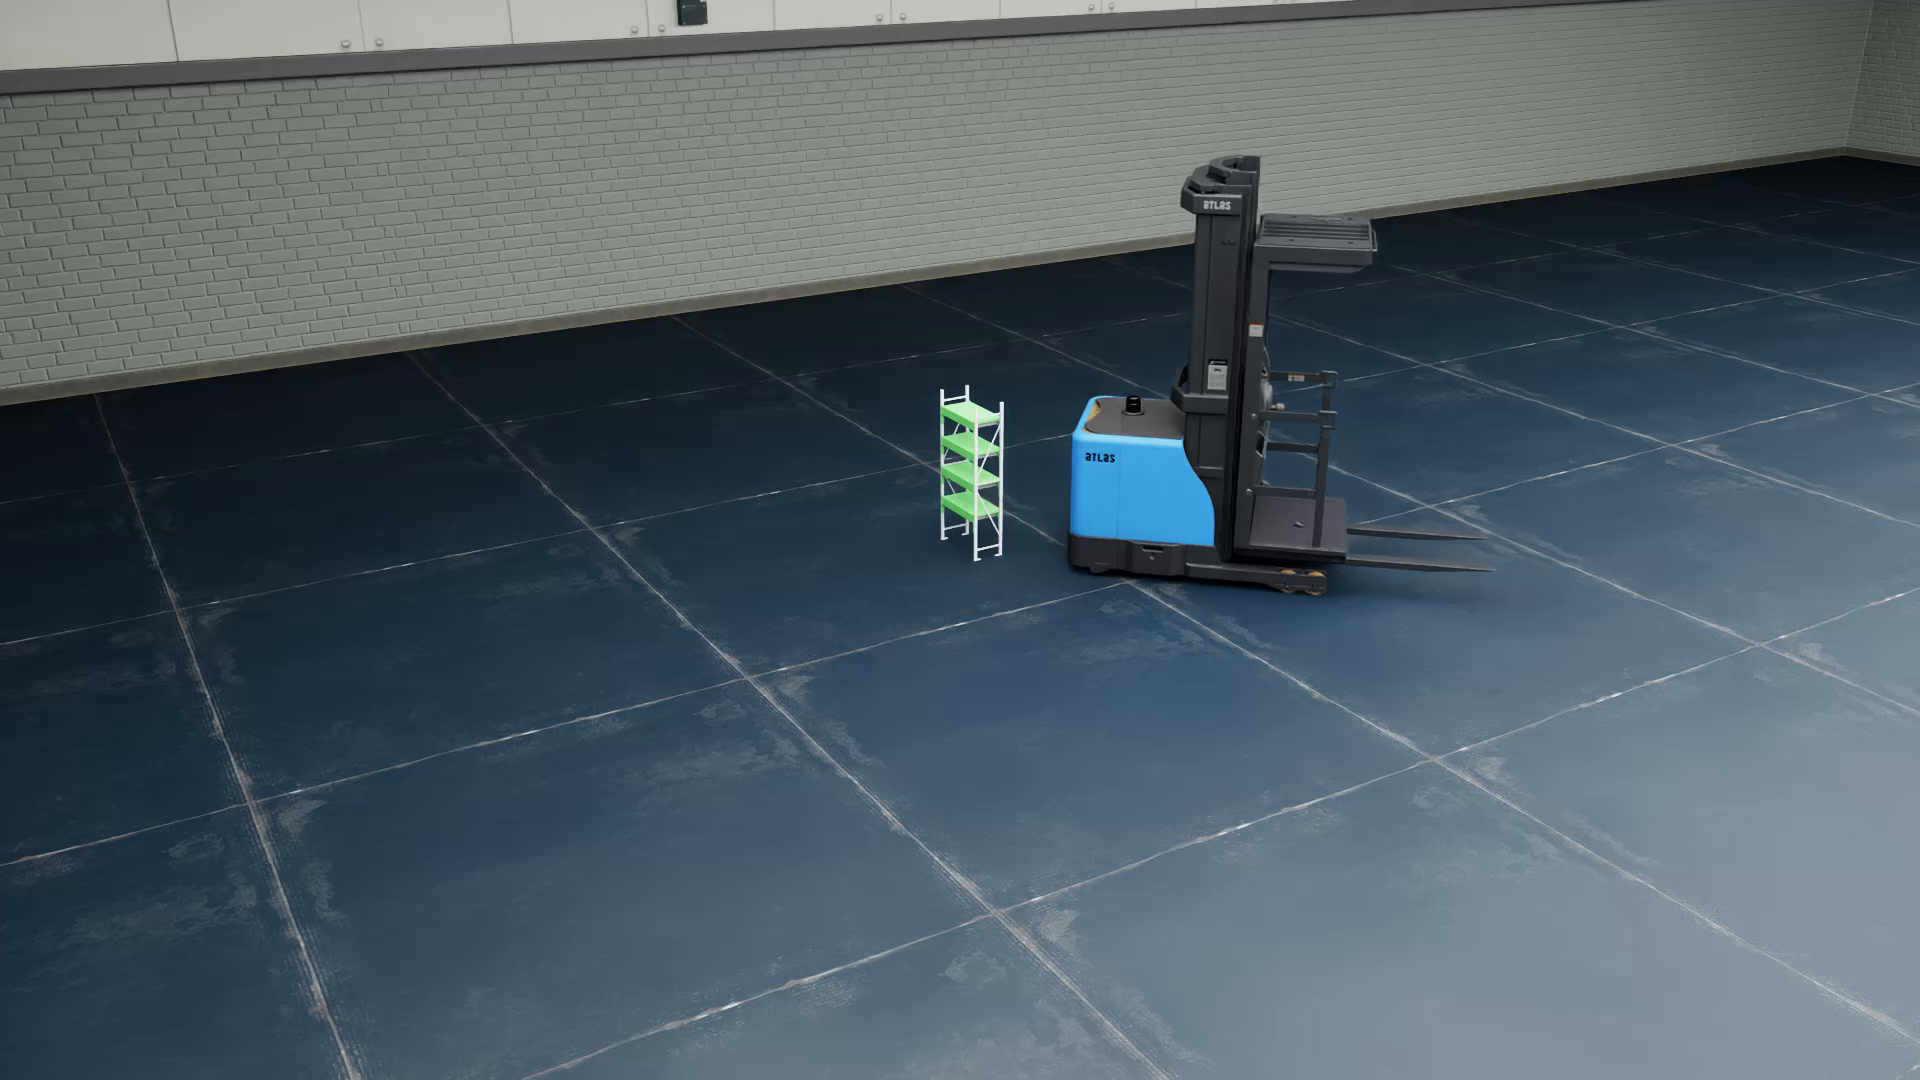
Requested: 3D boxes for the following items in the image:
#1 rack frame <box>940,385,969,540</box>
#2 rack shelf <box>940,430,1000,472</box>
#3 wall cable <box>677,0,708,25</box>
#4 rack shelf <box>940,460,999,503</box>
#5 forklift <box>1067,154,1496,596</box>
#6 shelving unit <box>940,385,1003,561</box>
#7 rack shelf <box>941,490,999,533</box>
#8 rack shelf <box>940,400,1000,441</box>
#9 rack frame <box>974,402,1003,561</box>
[{"bbox_3d":[-0.040,-0.581,12.648,0.240,1.200,0.015,-13,25,-28],"label":"rack frame"},{"bbox_3d":[0.085,-0.665,12.387,0.258,0.148,0.480,-13,25,-28],"label":"rack shelf"},{"bbox_3d":[-2.056,-8.617,17.545,2.305,6.003,0.169,-13,25,-28],"label":"wall cable"},{"bbox_3d":[0.085,-0.443,12.478,0.258,0.148,0.480,-13,25,-28],"label":"rack shelf"},{"bbox_3d":[2.359,-1.180,11.823,3.031,2.935,1.130,5,23,11],"label":"forklift"},{"bbox_3d":[0.085,-0.502,12.454,0.258,1.200,0.503,-13,25,-28],"label":"shelving unit"},{"bbox_3d":[0.085,-0.221,12.568,0.258,0.148,0.480,-13,25,-28],"label":"rack shelf"},{"bbox_3d":[0.085,-0.888,12.297,0.258,0.148,0.480,-13,25,-28],"label":"rack shelf"},{"bbox_3d":[0.209,-0.423,12.259,0.240,1.200,0.015,-13,25,-28],"label":"rack frame"}]
